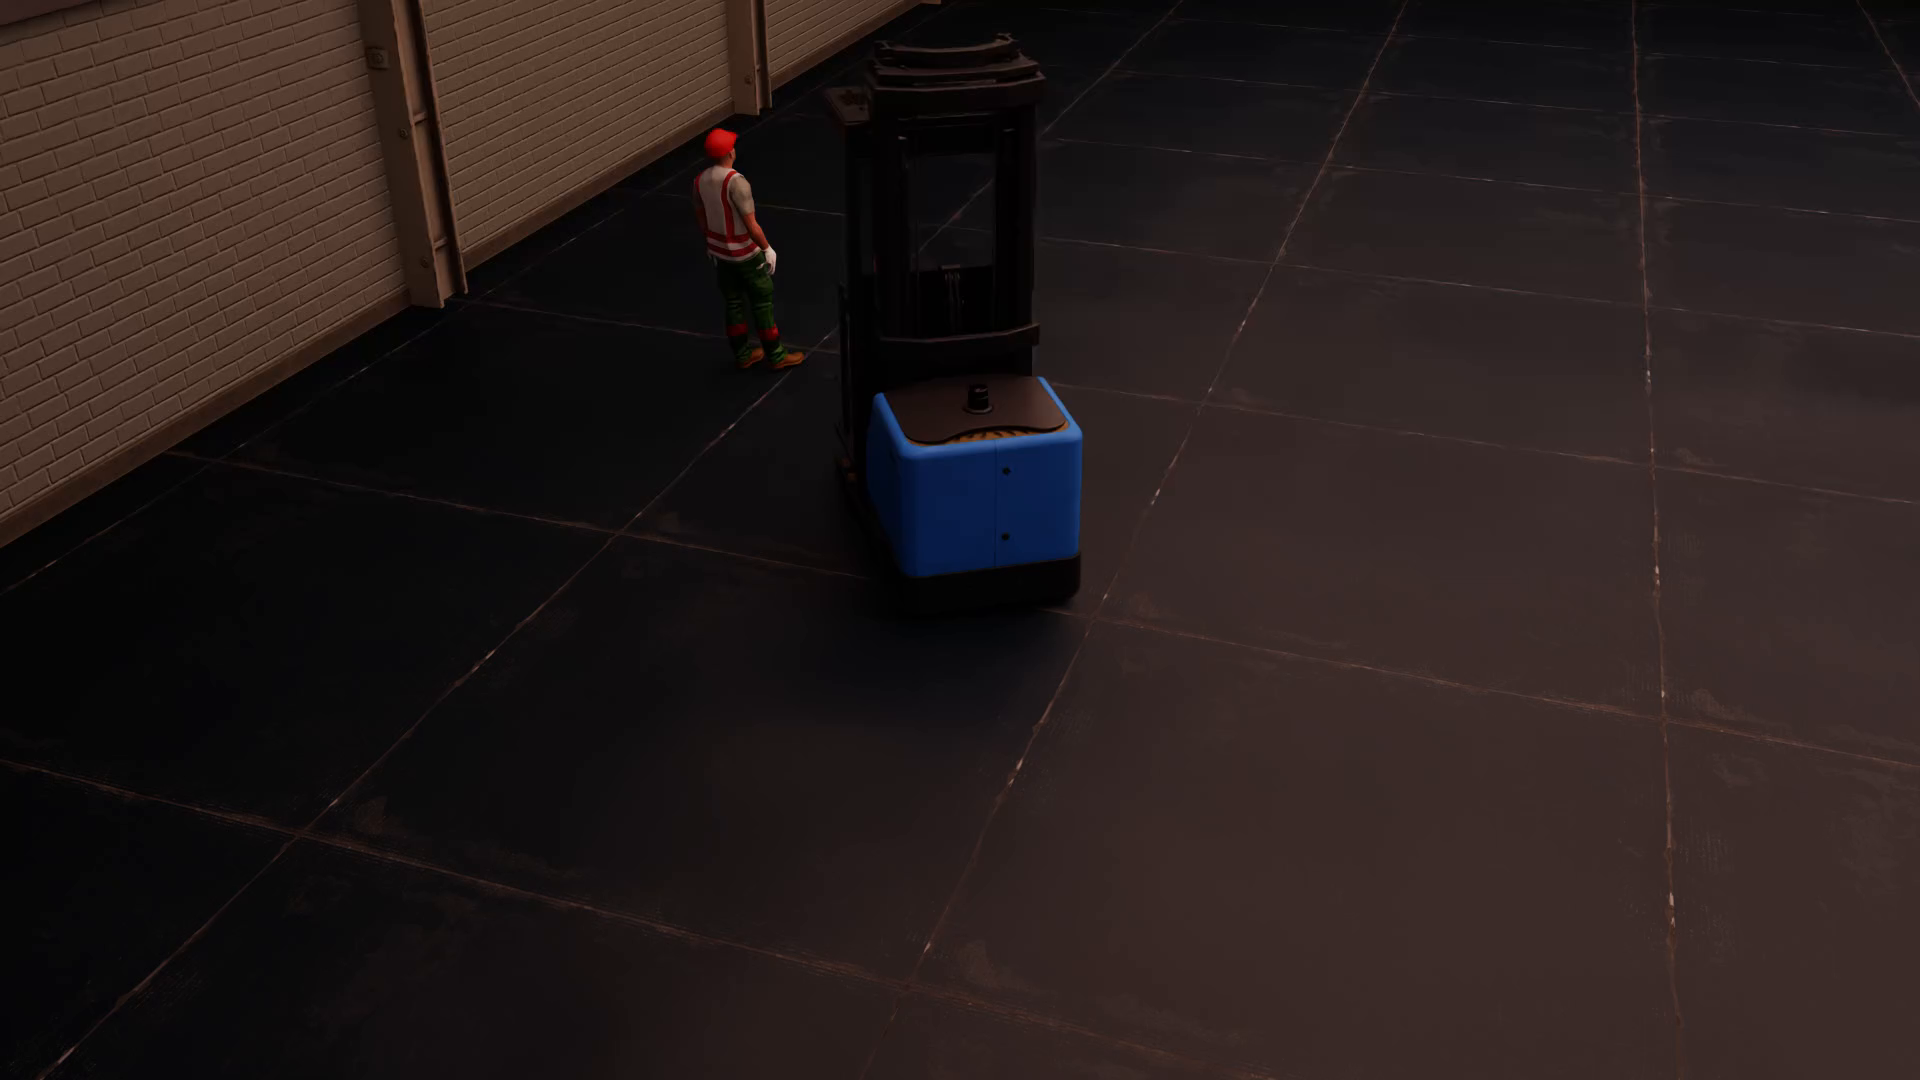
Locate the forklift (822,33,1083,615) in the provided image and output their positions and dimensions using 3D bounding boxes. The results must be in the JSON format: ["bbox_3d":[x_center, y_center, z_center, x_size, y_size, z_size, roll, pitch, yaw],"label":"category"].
[{"bbox_3d":[-0.173,-1.575,9.899,1.130,2.935,3.031,-7,30,-12],"label":"forklift"}]

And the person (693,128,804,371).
[{"bbox_3d":[-1.543,-2.090,11.943,0.641,1.788,0.565,21,36,32],"label":"person"}]
